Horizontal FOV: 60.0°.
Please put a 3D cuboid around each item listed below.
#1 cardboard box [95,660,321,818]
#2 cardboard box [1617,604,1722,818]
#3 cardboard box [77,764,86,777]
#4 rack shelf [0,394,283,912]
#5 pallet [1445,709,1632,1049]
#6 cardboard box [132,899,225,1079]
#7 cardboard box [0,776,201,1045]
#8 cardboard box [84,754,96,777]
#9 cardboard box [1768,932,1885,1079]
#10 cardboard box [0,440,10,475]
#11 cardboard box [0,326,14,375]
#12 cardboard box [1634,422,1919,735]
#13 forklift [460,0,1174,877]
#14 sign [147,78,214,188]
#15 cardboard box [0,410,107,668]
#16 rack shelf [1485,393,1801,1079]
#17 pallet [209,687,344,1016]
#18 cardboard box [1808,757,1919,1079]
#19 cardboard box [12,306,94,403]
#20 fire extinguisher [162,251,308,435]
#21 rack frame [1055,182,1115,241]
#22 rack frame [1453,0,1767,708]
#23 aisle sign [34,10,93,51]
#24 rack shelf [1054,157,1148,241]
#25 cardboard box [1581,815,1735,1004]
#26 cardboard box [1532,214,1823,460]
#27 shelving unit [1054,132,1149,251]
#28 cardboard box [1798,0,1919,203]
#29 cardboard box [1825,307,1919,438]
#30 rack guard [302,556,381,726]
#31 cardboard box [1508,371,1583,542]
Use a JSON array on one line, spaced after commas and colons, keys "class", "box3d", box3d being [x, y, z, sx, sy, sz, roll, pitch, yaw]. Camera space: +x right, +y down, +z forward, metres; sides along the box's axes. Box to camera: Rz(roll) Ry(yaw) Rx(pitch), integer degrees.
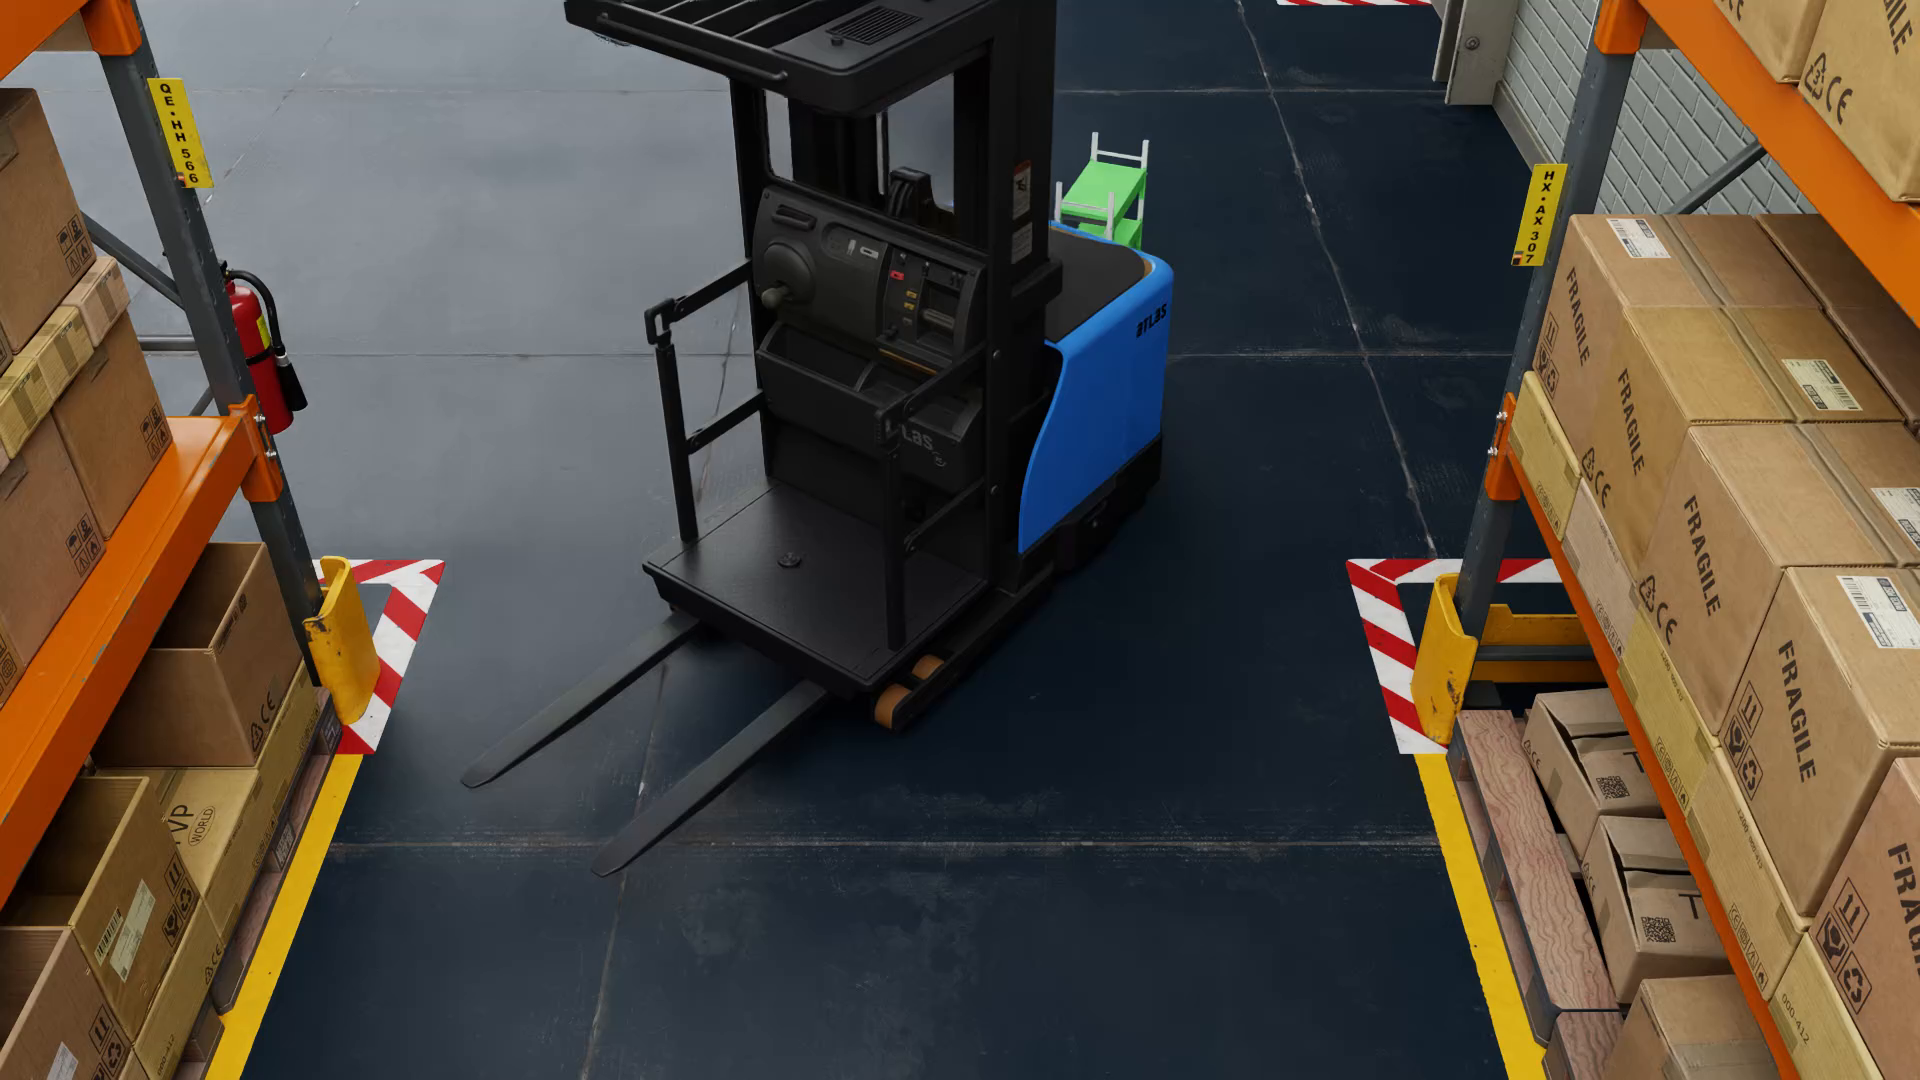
[{"class": "cardboard box", "box3d": [-2.428, 0.645, 5.410, 0.500, 0.250, 0.500, 0, 39, 0]}, {"class": "cardboard box", "box3d": [1.922, 0.394, 3.964, 0.500, 0.250, 0.500, -1, 39, -1]}, {"class": "cardboard box", "box3d": [-2.944, 0.665, 4.785, 0.500, 0.500, 0.500, 0, 39, 0]}, {"class": "rack shelf", "box3d": [-2.722, 0.932, 3.764, 1.077, 0.370, 4.000, 0, 39, 0]}, {"class": "pallet", "box3d": [2.195, 1.038, 5.285, 1.003, 0.211, 1.213, 0, 39, 0]}, {"class": "cardboard box", "box3d": [-2.413, 1.270, 4.629, 0.500, 0.250, 0.500, 0, 39, 0]}, {"class": "cardboard box", "box3d": [-2.410, 0.977, 4.395, 0.500, 0.500, 0.500, 0, 39, 0]}, {"class": "cardboard box", "box3d": [-2.946, 0.645, 5.409, 0.500, 0.250, 0.500, 0, 39, 0]}, {"class": "cardboard box", "box3d": [1.922, 1.025, 3.177, 0.500, 0.250, 0.500, 0, 39, 0]}, {"class": "cardboard box", "box3d": [-2.533, -0.172, 3.967, 0.380, 0.149, 0.250, 0, 39, 1]}, {"class": "cardboard box", "box3d": [-2.731, -0.491, 3.846, 0.700, 0.500, 0.500, -1, 39, -1]}, {"class": "cardboard box", "box3d": [1.914, 0.084, 3.751, 0.500, 0.500, 0.500, -1, 39, -2]}, {"class": "forklift", "box3d": [-0.452, -0.816, 5.424, 1.130, 2.935, 3.031, 25, 45, 28]}, {"class": "sign", "box3d": [-2.182, -1.135, 4.653, 0.100, 0.325, 0.005, 0, 39, 0]}, {"class": "cardboard box", "box3d": [-2.731, -0.018, 4.294, 0.700, 0.500, 0.500, 1, 39, 1]}, {"class": "rack shelf", "box3d": [2.232, 0.926, 3.771, 1.077, 0.370, 4.000, 0, 39, 0]}, {"class": "pallet", "box3d": [-2.682, 0.967, 5.375, 1.003, 0.211, 1.213, 0, 39, 0]}, {"class": "cardboard box", "box3d": [1.928, 0.732, 2.943, 0.500, 0.500, 0.500, -1, 39, -1]}, {"class": "cardboard box", "box3d": [-2.532, -0.489, 4.363, 0.380, 0.149, 0.250, 1, 39, 1]}, {"class": "fire extinguisher", "box3d": [-2.260, -0.644, 5.216, 0.296, 0.674, 0.183, 0, 39, 0]}, {"class": "rack frame", "box3d": [0.496, -0.926, 6.946, 0.240, 1.200, 0.015, 13, 41, 16]}, {"class": "rack frame", "box3d": [2.229, -0.605, 5.107, 1.000, 3.000, 0.127, 0, 39, 0]}, {"class": "aisle sign", "box3d": [-2.431, -1.655, 4.338, 0.394, 0.787, 0.004, 0, 39, 0]}, {"class": "rack shelf", "box3d": [0.582, -1.393, 6.864, 0.258, 0.148, 0.480, 13, 41, 16]}, {"class": "cardboard box", "box3d": [2.141, 1.061, 4.825, 0.500, 0.311, 0.500, 3, 39, 4]}, {"class": "cardboard box", "box3d": [1.929, -0.549, 4.540, 0.500, 0.500, 0.500, 0, 39, 0]}, {"class": "shelving unit", "box3d": [0.582, -1.068, 7.124, 0.258, 1.200, 0.503, 13, 41, 16]}, {"class": "cardboard box", "box3d": [1.949, -0.953, 3.046, 0.500, 0.500, 0.500, 2, 39, 2]}, {"class": "cardboard box", "box3d": [2.433, -0.238, 4.152, 0.500, 0.500, 0.500, 0, 39, 1]}, {"class": "rack guard", "box3d": [-2.724, 0.361, 5.900, 1.175, 0.500, 0.348, 0, 39, 0]}, {"class": "cardboard box", "box3d": [1.912, -0.249, 4.766, 0.500, 0.250, 0.500, -1, 39, -1]}]
